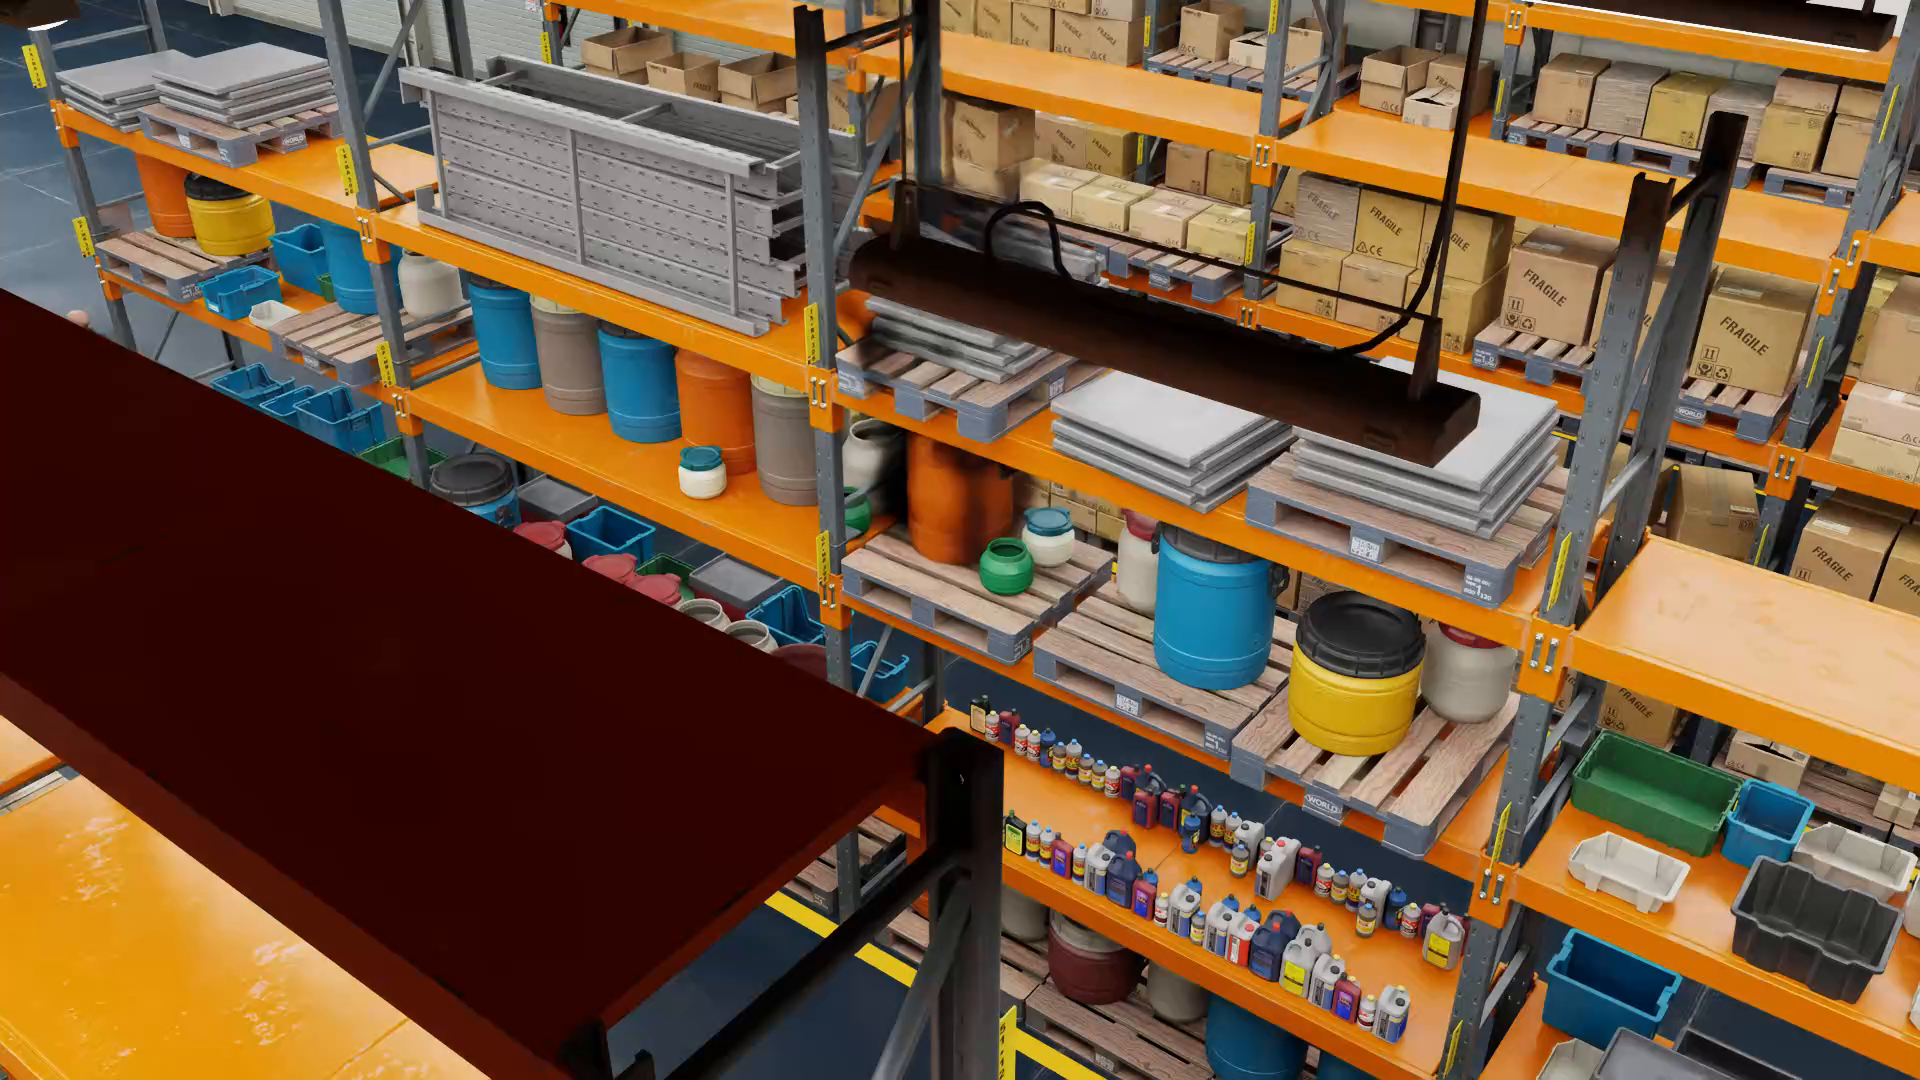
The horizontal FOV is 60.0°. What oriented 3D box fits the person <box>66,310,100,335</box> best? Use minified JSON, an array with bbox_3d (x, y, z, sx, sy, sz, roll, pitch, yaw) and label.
[{"bbox_3d":[-8.191,-1.390,15.900,0.921,1.755,0.664,-12,33,-19],"label":"person"}]
